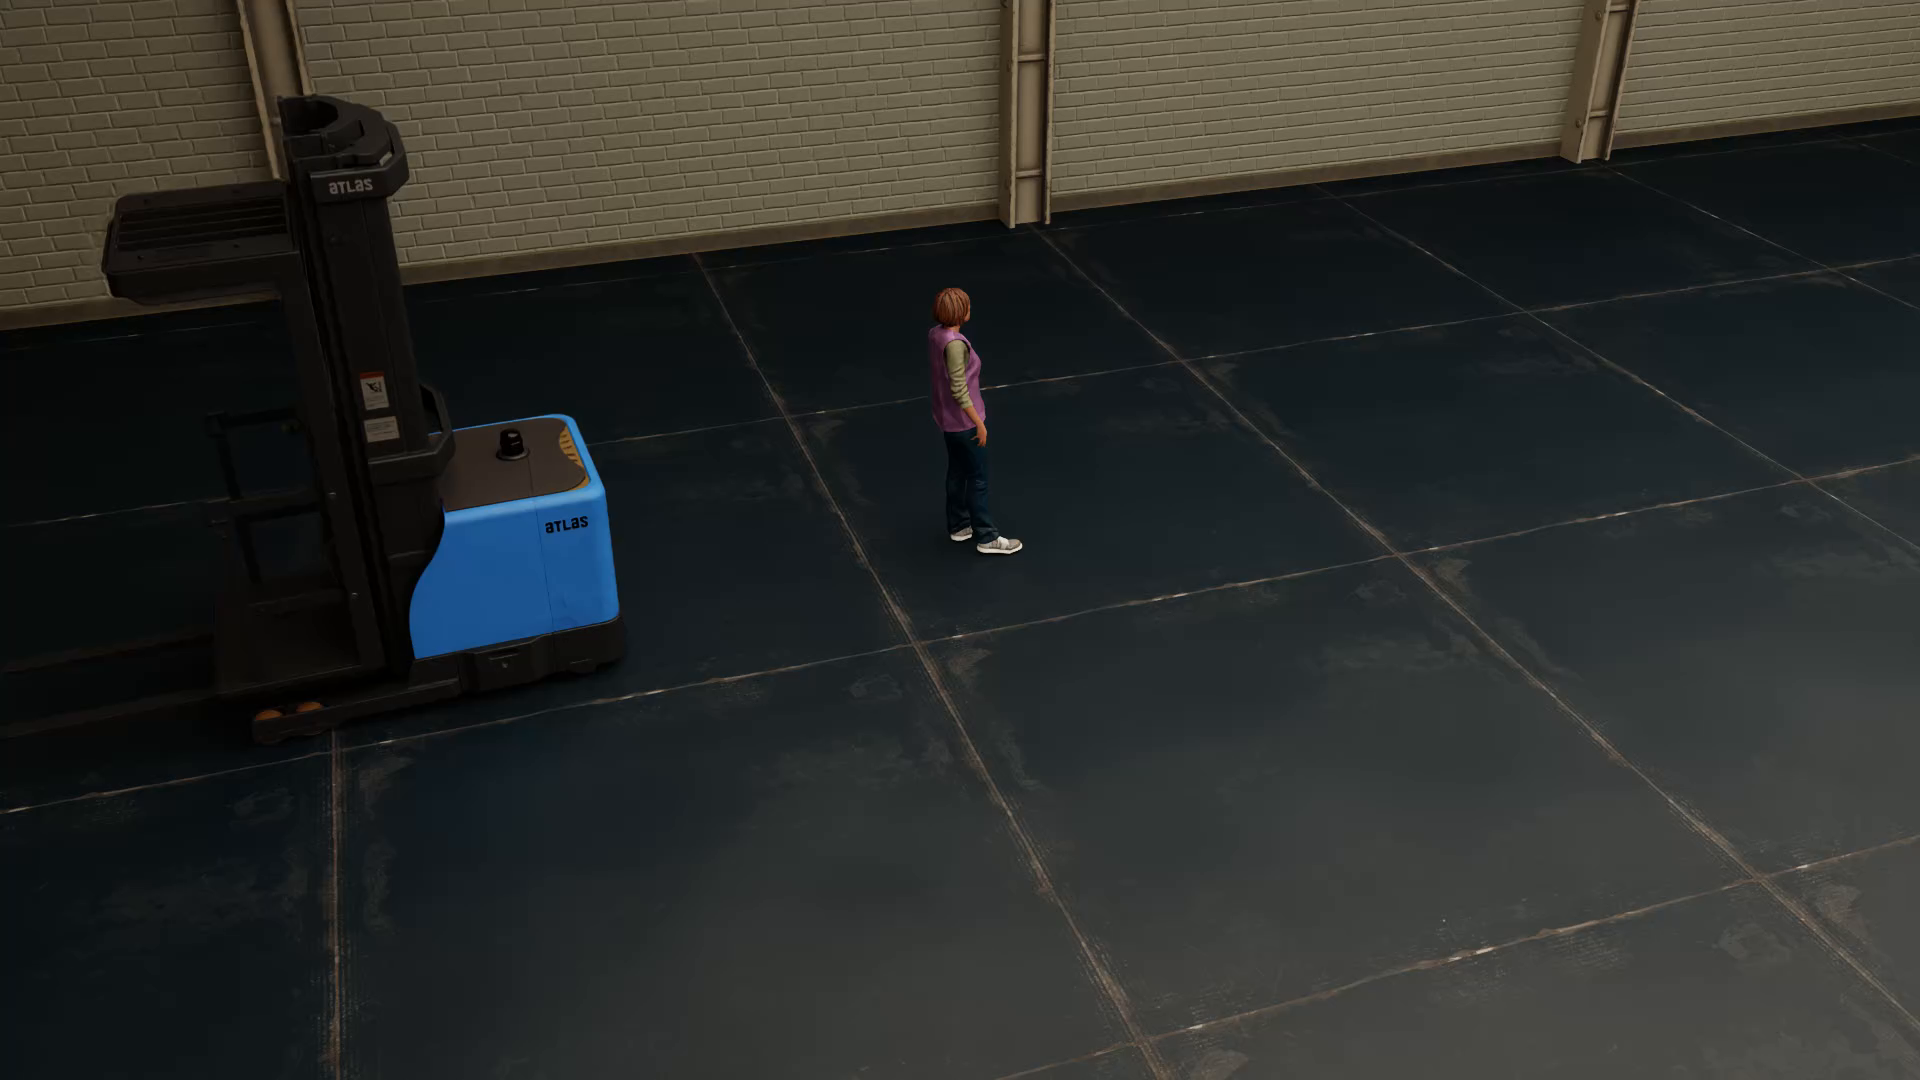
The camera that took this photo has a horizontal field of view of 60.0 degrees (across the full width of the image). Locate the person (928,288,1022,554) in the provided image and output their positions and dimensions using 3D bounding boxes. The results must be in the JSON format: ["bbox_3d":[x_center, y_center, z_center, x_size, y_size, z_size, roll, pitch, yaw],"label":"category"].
[{"bbox_3d":[0.074,-0.704,9.633,0.476,1.597,0.520,-10,31,-16],"label":"person"}]

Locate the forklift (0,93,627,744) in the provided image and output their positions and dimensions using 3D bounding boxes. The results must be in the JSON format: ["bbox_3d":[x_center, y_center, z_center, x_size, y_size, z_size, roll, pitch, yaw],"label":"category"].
[{"bbox_3d":[-3.347,-0.555,8.051,3.031,2.935,1.130,-11,32,-18],"label":"forklift"}]
